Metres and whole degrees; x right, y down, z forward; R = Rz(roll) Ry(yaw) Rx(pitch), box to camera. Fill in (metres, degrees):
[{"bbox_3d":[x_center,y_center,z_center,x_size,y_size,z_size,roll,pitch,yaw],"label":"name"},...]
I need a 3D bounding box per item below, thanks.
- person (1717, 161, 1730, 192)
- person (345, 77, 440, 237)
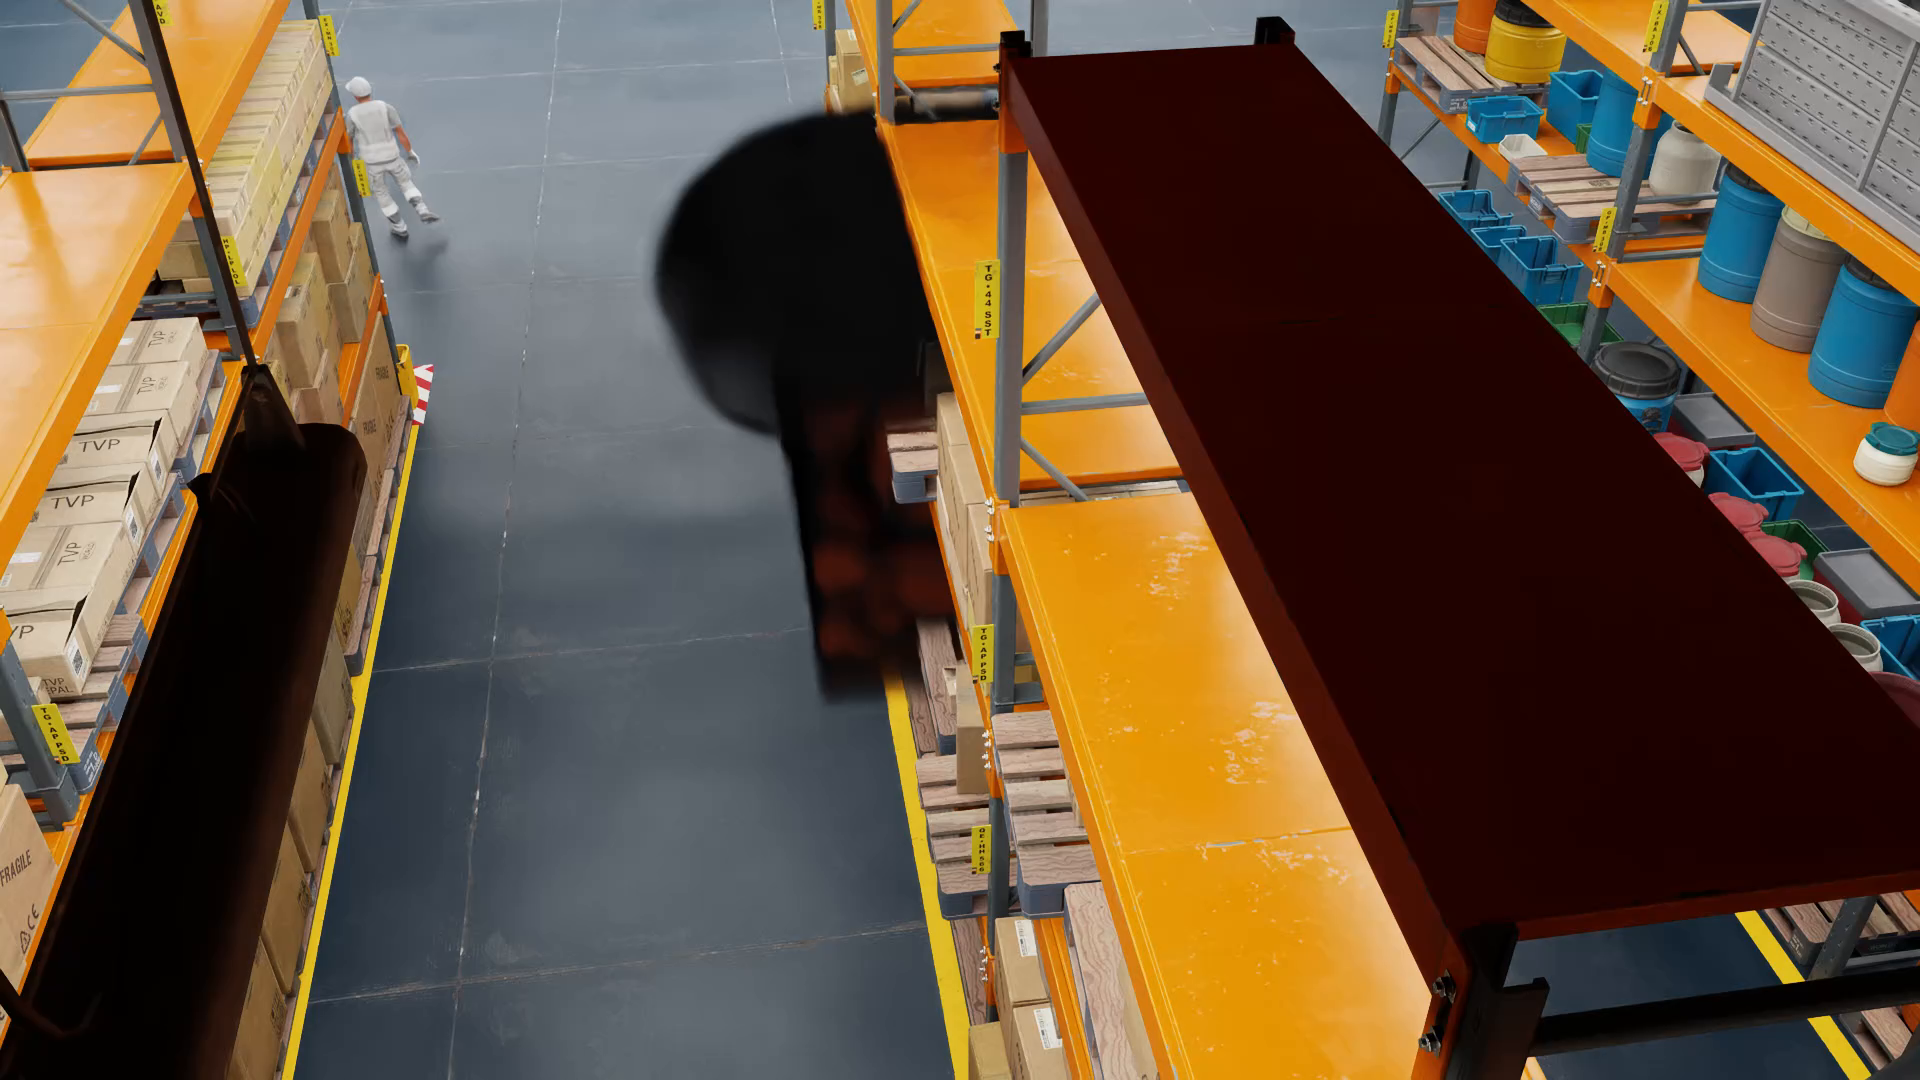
[{"bbox_3d":[8.575,-4.060,17.689,0.954,1.624,0.611,12,38,16],"label":"person"},{"bbox_3d":[-5.998,-4.001,17.414,0.767,1.748,0.590,-20,41,-25],"label":"person"}]
